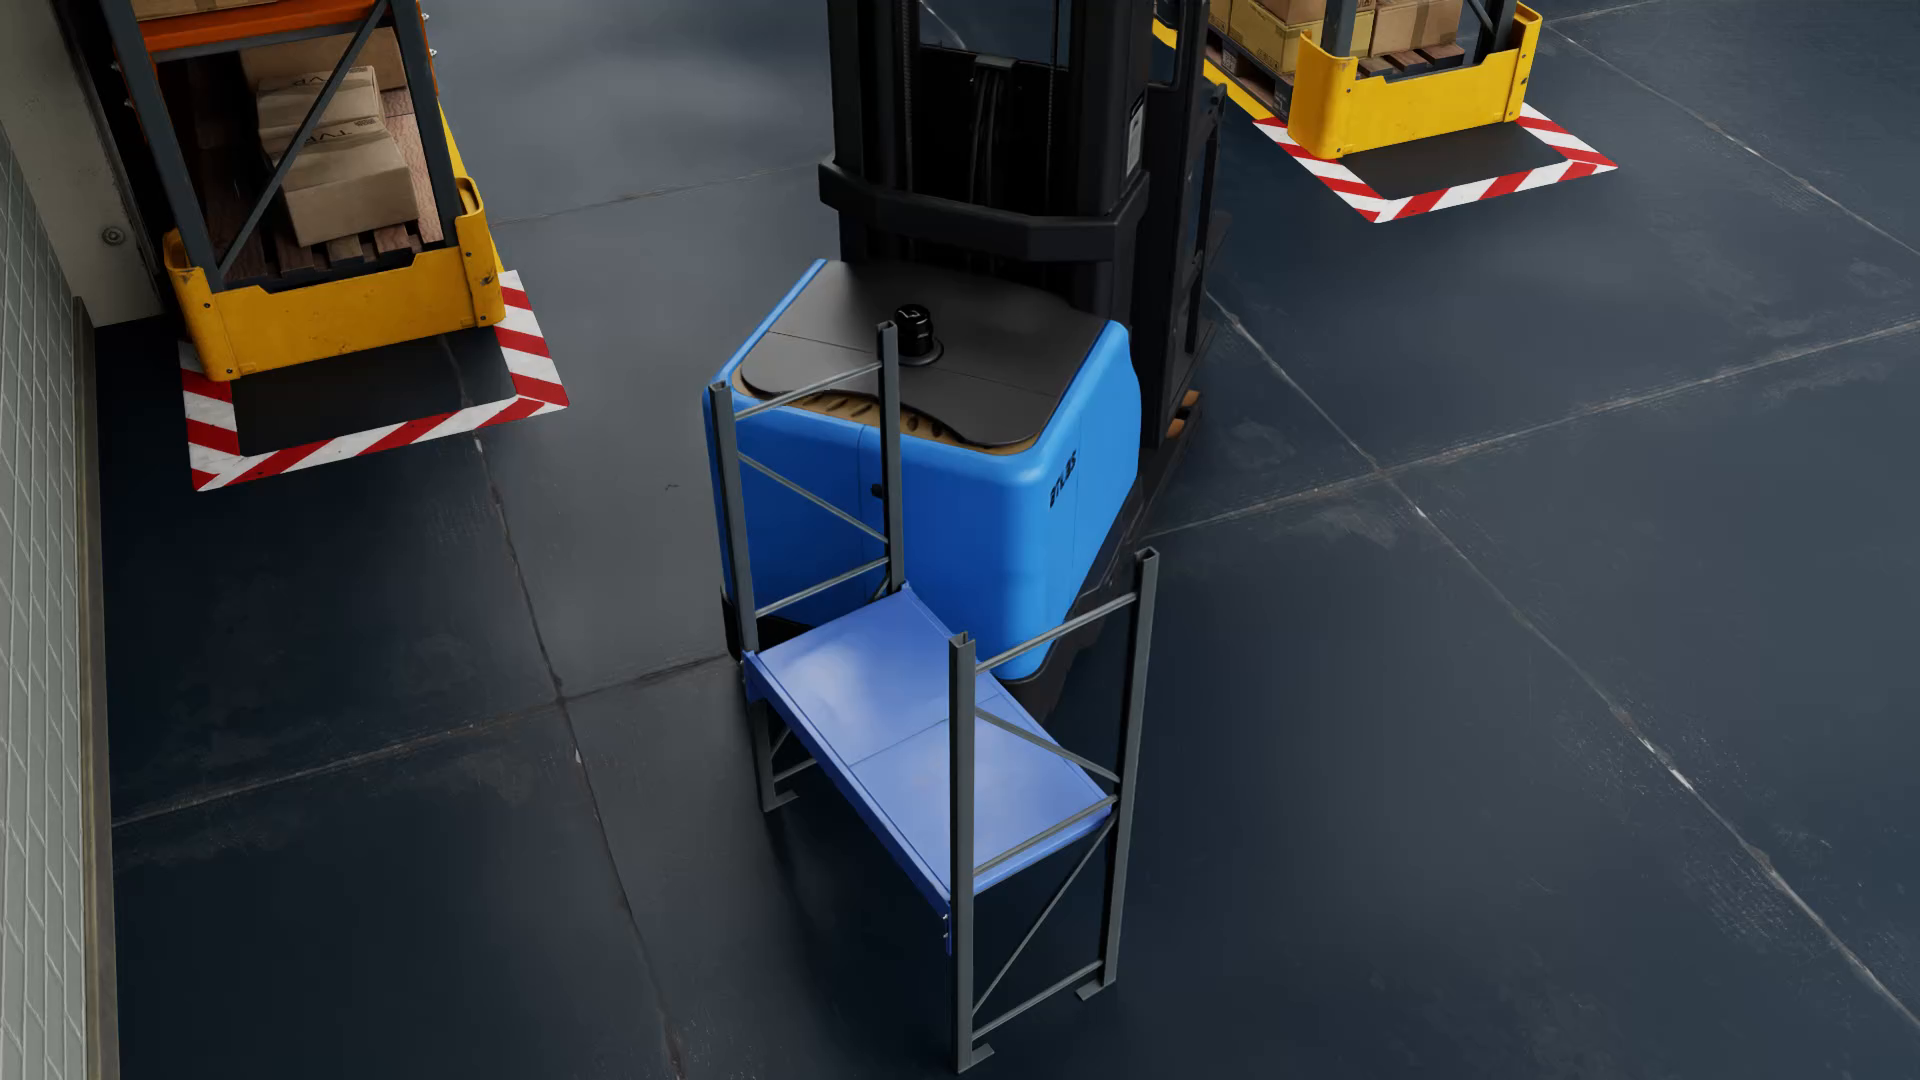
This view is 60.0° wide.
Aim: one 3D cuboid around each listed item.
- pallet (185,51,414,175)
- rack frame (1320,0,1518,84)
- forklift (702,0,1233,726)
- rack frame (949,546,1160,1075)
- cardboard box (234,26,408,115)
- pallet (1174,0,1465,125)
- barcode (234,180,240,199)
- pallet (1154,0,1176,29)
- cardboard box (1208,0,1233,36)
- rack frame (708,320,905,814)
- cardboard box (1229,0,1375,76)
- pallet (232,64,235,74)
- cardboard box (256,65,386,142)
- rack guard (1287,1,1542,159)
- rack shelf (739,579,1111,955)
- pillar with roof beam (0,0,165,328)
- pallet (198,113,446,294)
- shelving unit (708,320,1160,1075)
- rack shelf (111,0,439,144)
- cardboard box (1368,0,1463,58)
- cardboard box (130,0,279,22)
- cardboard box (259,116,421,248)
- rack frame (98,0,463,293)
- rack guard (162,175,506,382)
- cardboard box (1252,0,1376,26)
[{"bbox_3d":[-3.189,-2.163,8.104,1.003,0.211,1.213,-15,43,-17],"label":"pallet"},{"bbox_3d":[2.156,-3.181,7.148,1.000,3.000,0.127,-15,43,-17],"label":"rack frame"},{"bbox_3d":[0.278,-1.484,5.228,1.130,2.935,3.031,14,43,16],"label":"forklift"},{"bbox_3d":[0.194,0.679,3.810,0.500,1.500,0.032,-23,46,-25],"label":"rack frame"},{"bbox_3d":[-3.053,-2.399,7.819,0.700,0.500,0.500,-18,44,-20],"label":"cardboard box"},{"bbox_3d":[1.825,-2.574,8.581,1.003,0.211,1.213,-15,43,-17],"label":"pallet"},{"bbox_3d":[-2.977,-1.444,6.846,0.001,0.075,0.075,-15,43,-17],"label":"barcode"},{"bbox_3d":[1.362,-3.307,9.434,1.003,0.211,1.213,-15,43,-17],"label":"pallet"},{"bbox_3d":[1.476,-2.845,8.544,0.500,0.250,0.500,-15,43,-17],"label":"cardboard box"},{"bbox_3d":[-0.369,0.127,4.452,0.500,1.500,0.032,-23,46,-25],"label":"rack frame"},{"bbox_3d":[1.678,-2.547,8.198,0.500,0.250,0.500,-15,43,-17],"label":"cardboard box"},{"bbox_3d":[-3.660,-2.899,8.959,1.003,0.211,1.213,-15,43,-17],"label":"pallet"},{"bbox_3d":[-2.819,-1.873,7.352,0.500,0.311,0.500,-12,42,-13],"label":"cardboard box"},{"bbox_3d":[2.165,-2.218,7.946,1.175,0.500,0.348,-15,43,-17],"label":"rack guard"},{"bbox_3d":[-0.088,0.539,4.248,0.538,0.185,1.000,-23,46,-25],"label":"rack shelf"},{"bbox_3d":[0.491,-5.497,5.241,9.100,9.000,0.400,-15,43,-17],"label":"pillar with roof beam"},{"bbox_3d":[-2.726,-1.429,7.250,1.003,0.211,1.213,-15,43,-17],"label":"pallet"},{"bbox_3d":[-0.088,0.403,4.131,0.538,1.500,1.048,-23,46,-25],"label":"shelving unit"},{"bbox_3d":[-3.184,-2.875,7.344,1.077,0.370,4.000,-15,43,-17],"label":"rack shelf"},{"bbox_3d":[2.156,-2.676,8.348,0.500,0.250,0.500,-15,43,-17],"label":"cardboard box"},{"bbox_3d":[-2.777,-2.127,6.022,0.500,0.250,0.500,-15,43,-16],"label":"cardboard box"},{"bbox_3d":[-2.601,-1.529,6.952,0.500,0.311,0.500,-20,45,-22],"label":"cardboard box"},{"bbox_3d":[-2.419,-1.943,5.708,1.000,3.000,0.127,-15,43,-17],"label":"rack frame"},{"bbox_3d":[-2.448,-1.041,6.577,1.175,0.500,0.348,-15,43,-17],"label":"rack guard"},{"bbox_3d":[1.676,-2.830,7.953,0.500,0.500,0.500,-15,43,-17],"label":"cardboard box"}]
